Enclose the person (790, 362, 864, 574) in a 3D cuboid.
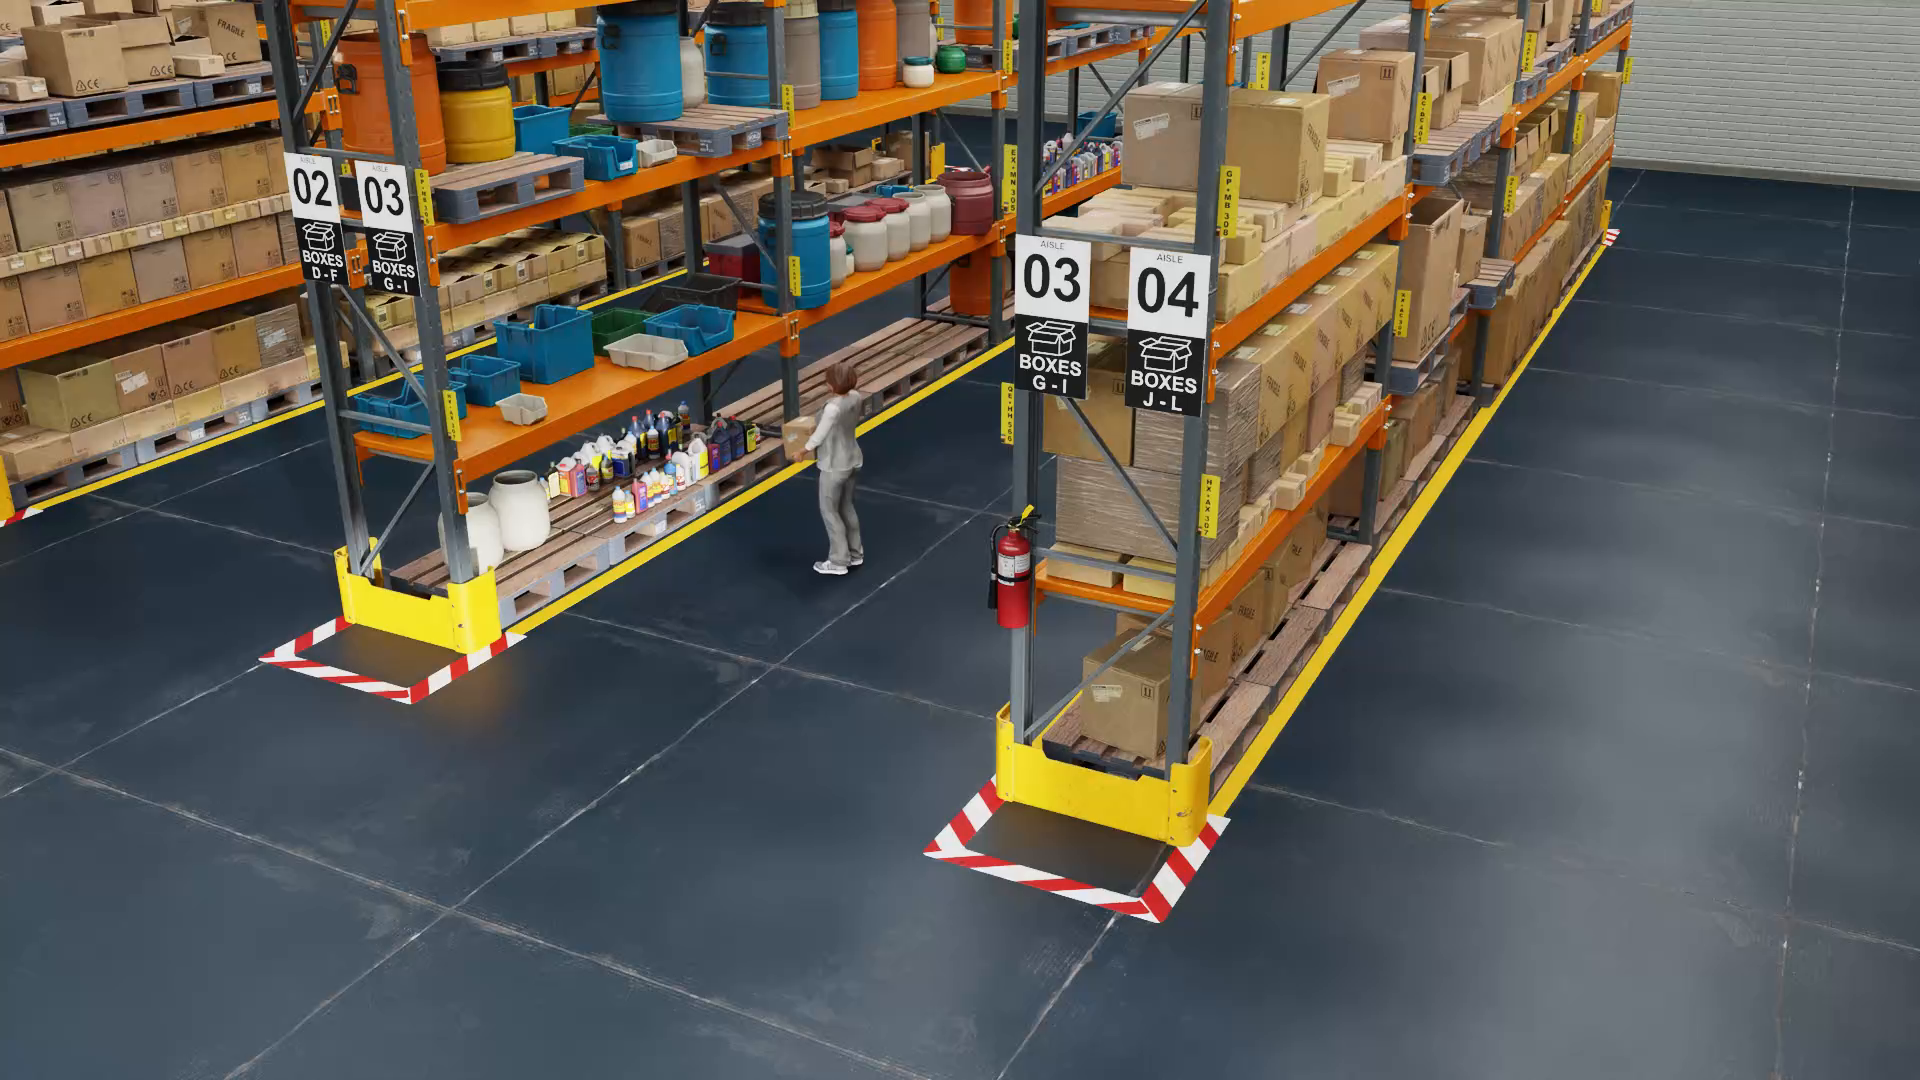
[{"bbox_3d":[-0.945,-0.540,12.000,0.491,1.591,0.404,12,26,26],"label":"person"}]
